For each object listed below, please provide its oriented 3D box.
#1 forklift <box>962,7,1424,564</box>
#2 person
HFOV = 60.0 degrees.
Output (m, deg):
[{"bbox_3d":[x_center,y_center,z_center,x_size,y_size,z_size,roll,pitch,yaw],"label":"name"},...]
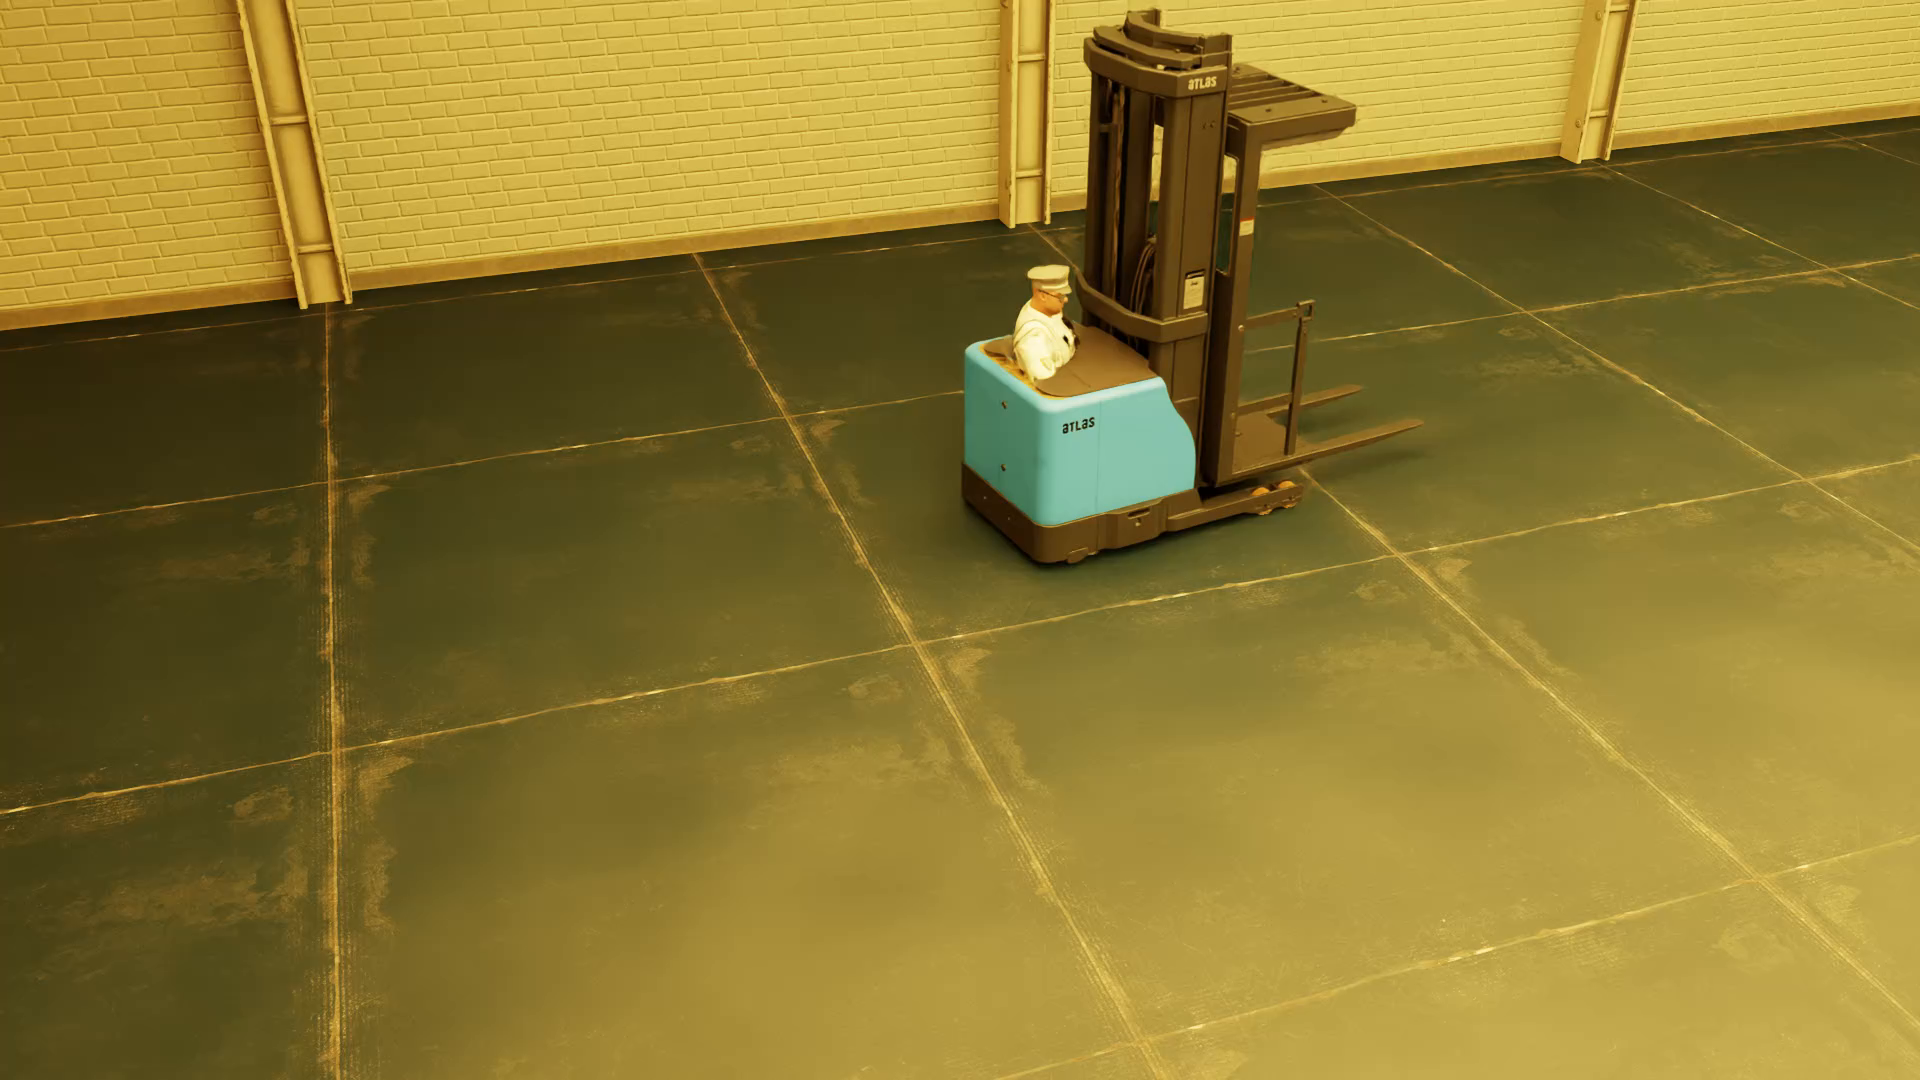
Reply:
[{"bbox_3d":[1.558,-1.642,9.940,3.031,2.935,1.130,-15,33,-24],"label":"forklift"},{"bbox_3d":[0.630,-0.824,9.799,0.630,1.648,0.795,9,31,15],"label":"person"}]
